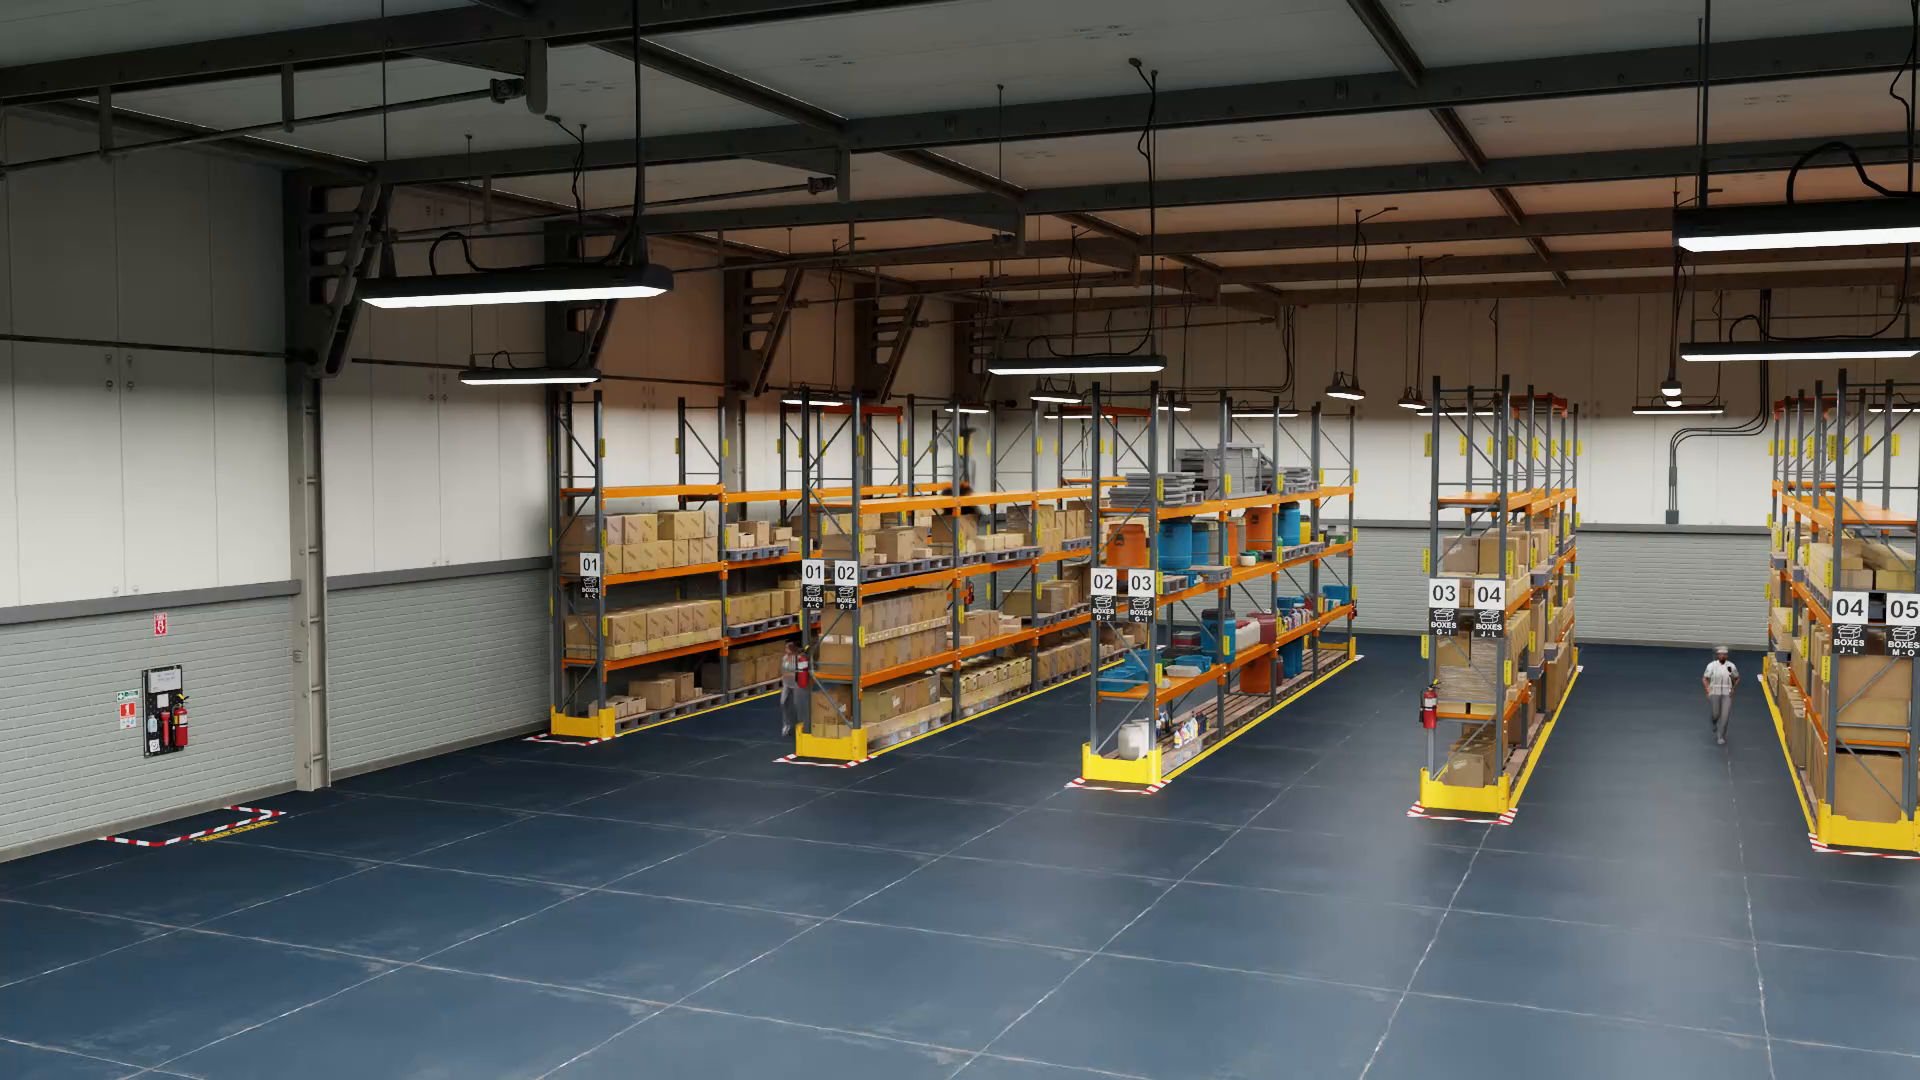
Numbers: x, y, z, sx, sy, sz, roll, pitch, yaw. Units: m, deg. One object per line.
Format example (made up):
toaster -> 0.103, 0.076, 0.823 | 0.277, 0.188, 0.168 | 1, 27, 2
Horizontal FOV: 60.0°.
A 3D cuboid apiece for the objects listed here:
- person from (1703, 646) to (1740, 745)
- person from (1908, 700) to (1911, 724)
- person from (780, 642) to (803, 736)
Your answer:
person -> 12.963, 2.622, 28.314 | 0.585, 1.662, 0.604 | 1, 3, 19
person -> 17.009, 2.445, 29.956 | 0.681, 1.803, 0.897 | 1, 3, 19
person -> -2.916, 2.598, 29.111 | 0.519, 1.633, 0.700 | 2, 4, 26
